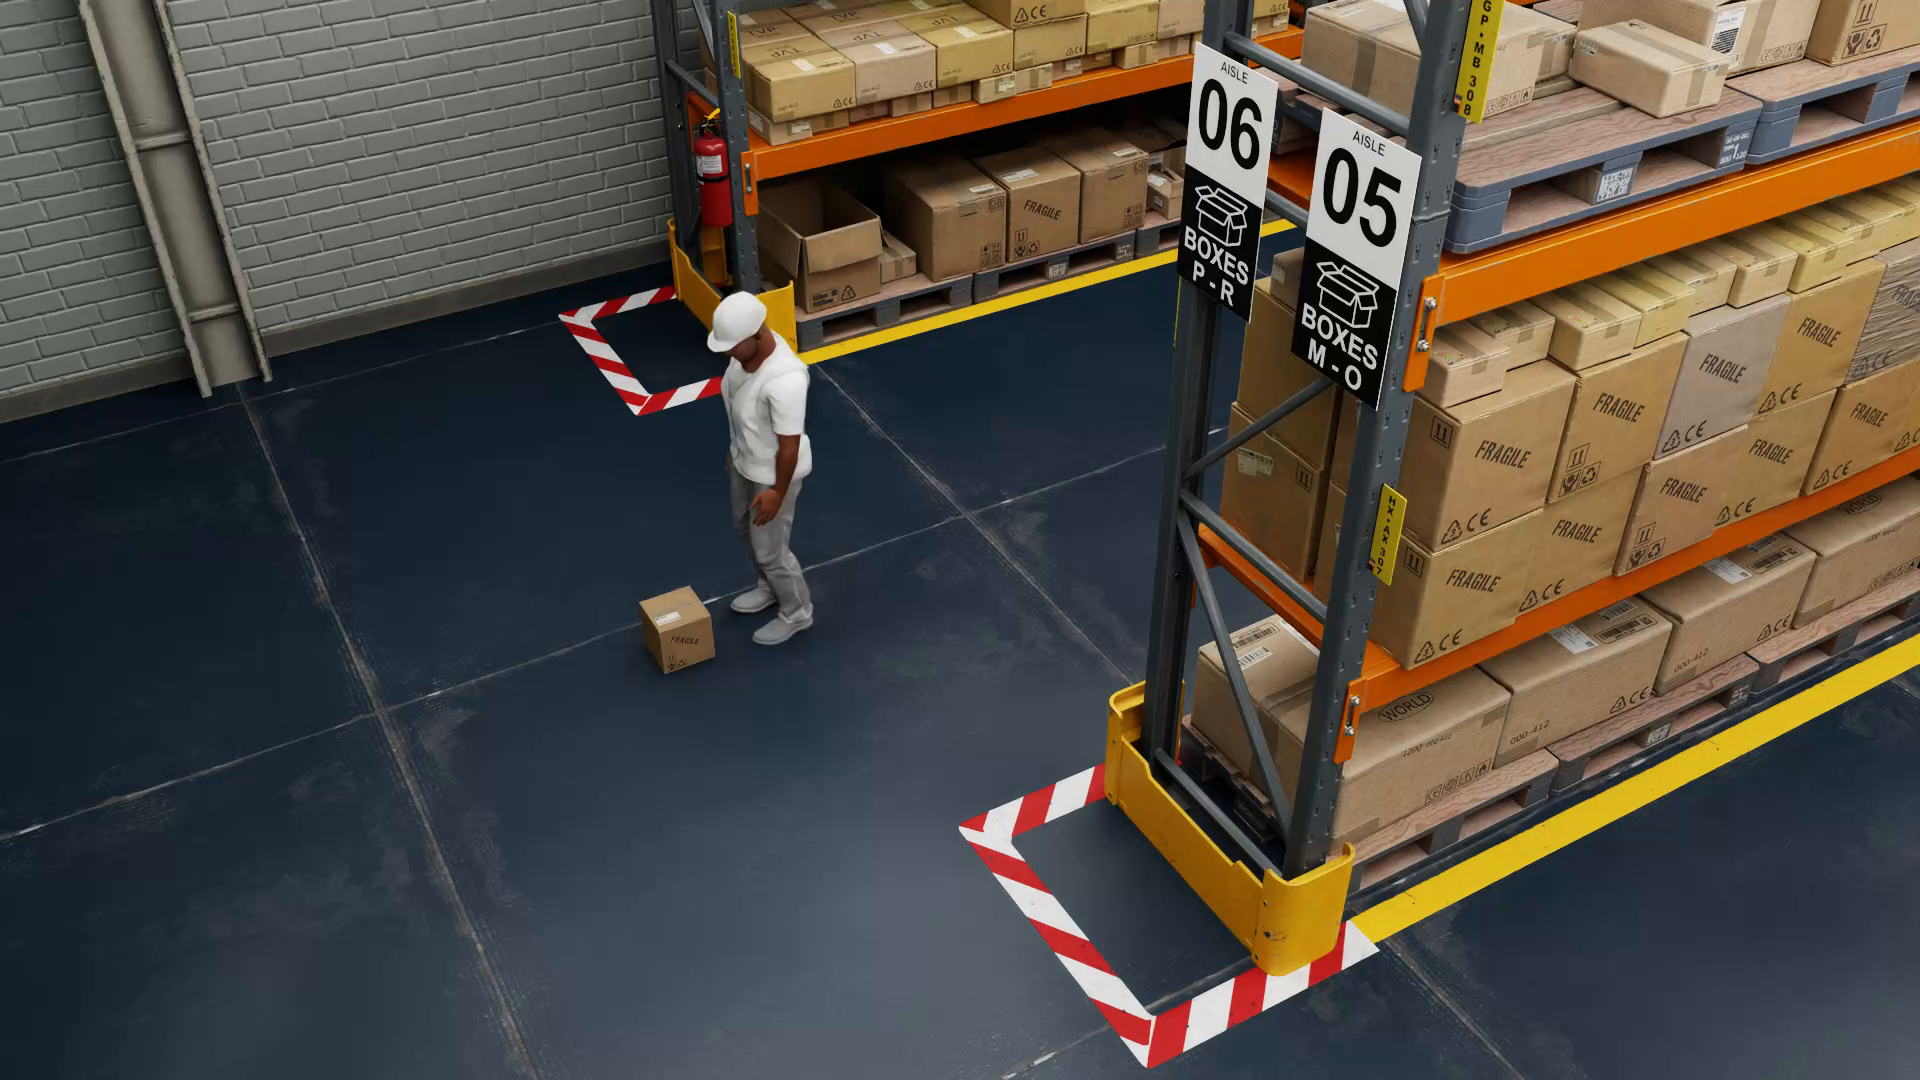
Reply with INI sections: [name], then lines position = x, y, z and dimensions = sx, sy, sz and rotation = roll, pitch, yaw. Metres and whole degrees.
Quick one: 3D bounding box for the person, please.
[person]
position = -0.869, -0.320, 7.361
dimensions = 0.396, 1.747, 0.578
rotation = -18, 40, -23
